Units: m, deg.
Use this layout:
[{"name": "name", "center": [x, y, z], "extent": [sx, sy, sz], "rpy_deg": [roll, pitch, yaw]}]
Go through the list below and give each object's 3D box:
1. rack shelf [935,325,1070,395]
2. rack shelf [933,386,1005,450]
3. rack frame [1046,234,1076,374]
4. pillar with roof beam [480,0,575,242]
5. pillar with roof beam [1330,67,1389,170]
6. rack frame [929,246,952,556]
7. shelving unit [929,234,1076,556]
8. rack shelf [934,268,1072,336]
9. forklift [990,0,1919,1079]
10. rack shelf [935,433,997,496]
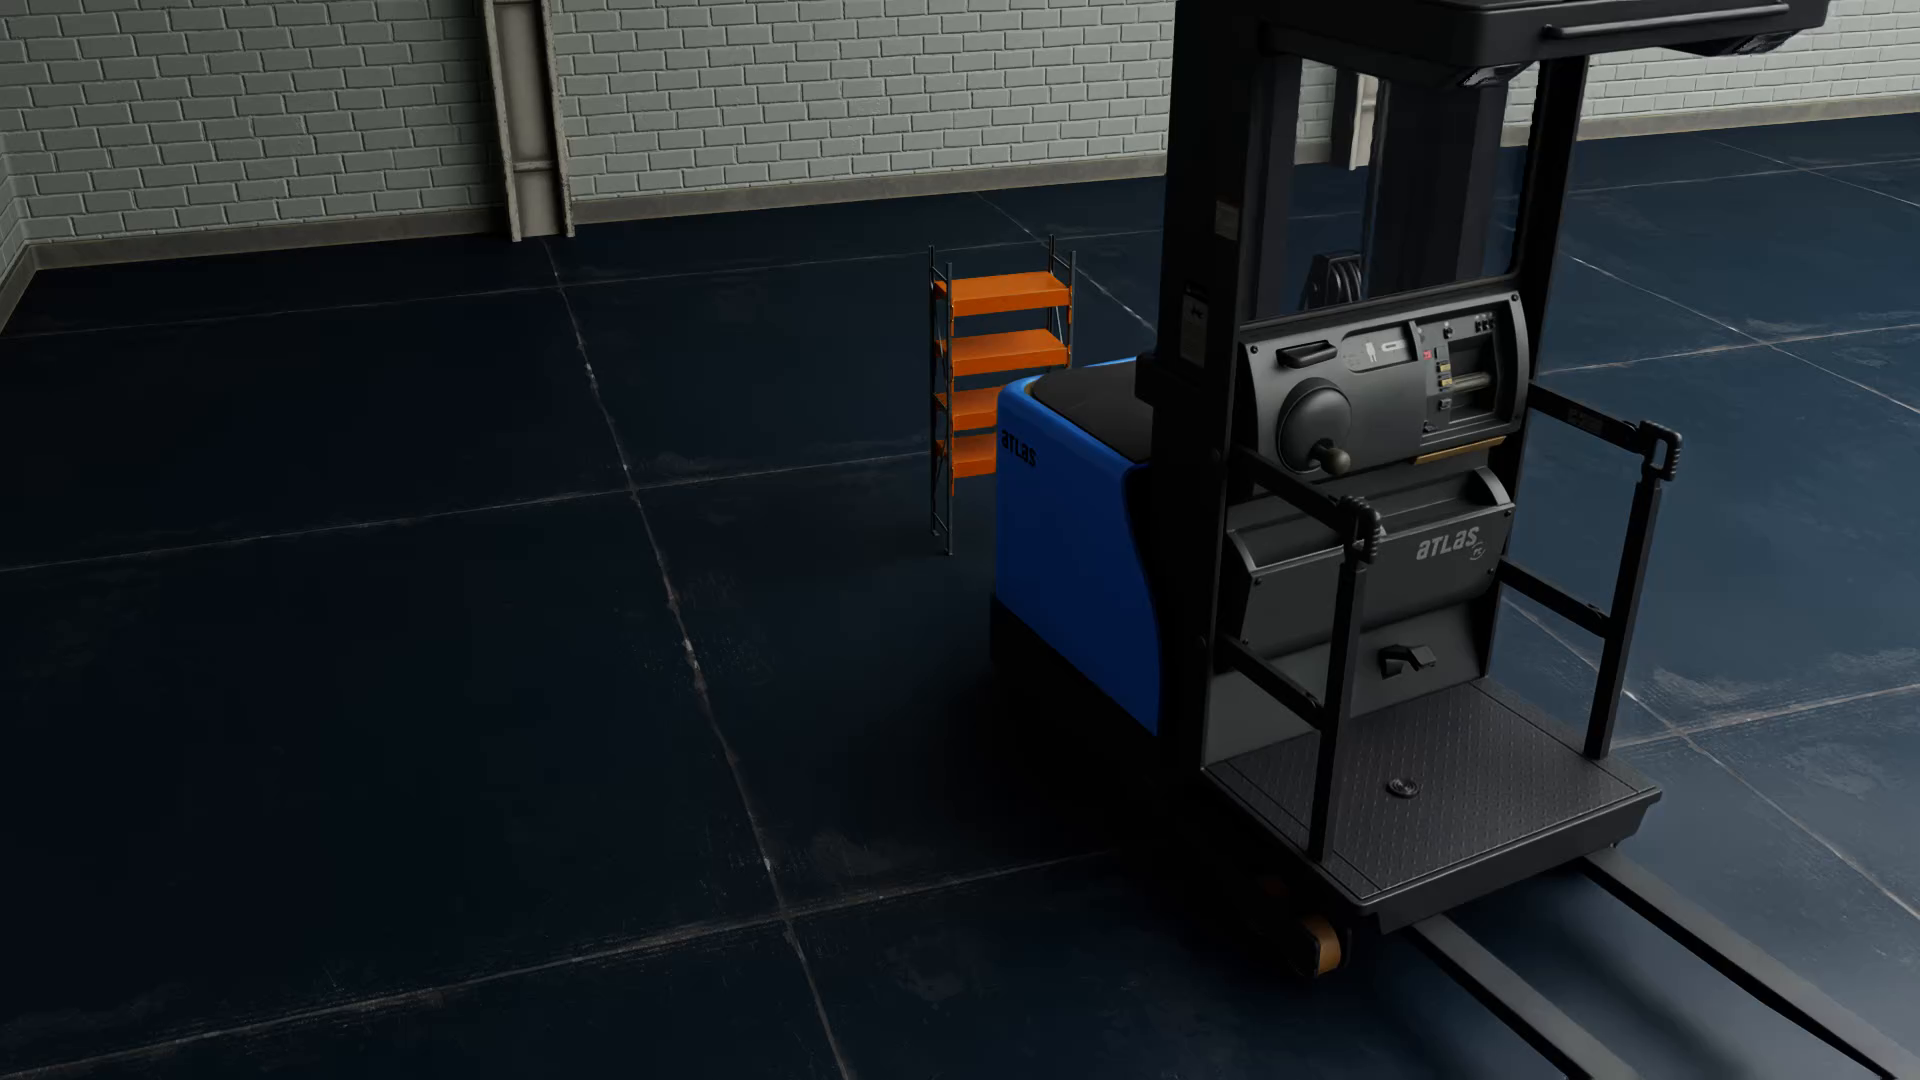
[{"name": "rack shelf", "center": [0.157, -0.700, 6.460], "extent": [0.480, 0.148, 0.258], "rpy_deg": [-8, 28, -16]}, {"name": "rack shelf", "center": [0.157, -0.500, 6.559], "extent": [0.480, 0.148, 0.258], "rpy_deg": [-8, 28, -16]}, {"name": "rack frame", "center": [0.389, -0.594, 6.597], "extent": [0.015, 1.200, 0.240], "rpy_deg": [-8, 28, -16]}, {"name": "pillar with roof beam", "center": [-1.374, -4.198, 5.086], "extent": [0.400, 9.000, 9.100], "rpy_deg": [-8, 28, -16]}, {"name": "pillar with roof beam", "center": [4.331, -5.024, 6.750], "extent": [0.400, 9.000, 9.100], "rpy_deg": [-8, 28, -16]}, {"name": "rack frame", "center": [-0.075, -0.527, 6.461], "extent": [0.015, 1.200, 0.240], "rpy_deg": [-8, 28, -16]}, {"name": "shelving unit", "center": [0.157, -0.560, 6.529], "extent": [0.503, 1.200, 0.258], "rpy_deg": [-8, 28, -16]}, {"name": "rack shelf", "center": [0.157, -0.912, 6.354], "extent": [0.480, 0.148, 0.258], "rpy_deg": [-8, 28, -16]}, {"name": "forklift", "center": [1.241, -0.383, 4.226], "extent": [1.130, 2.935, 3.031], "rpy_deg": [-13, 29, -25]}, {"name": "rack shelf", "center": [0.157, -0.322, 6.647], "extent": [0.480, 0.148, 0.258], "rpy_deg": [-8, 28, -16]}]
